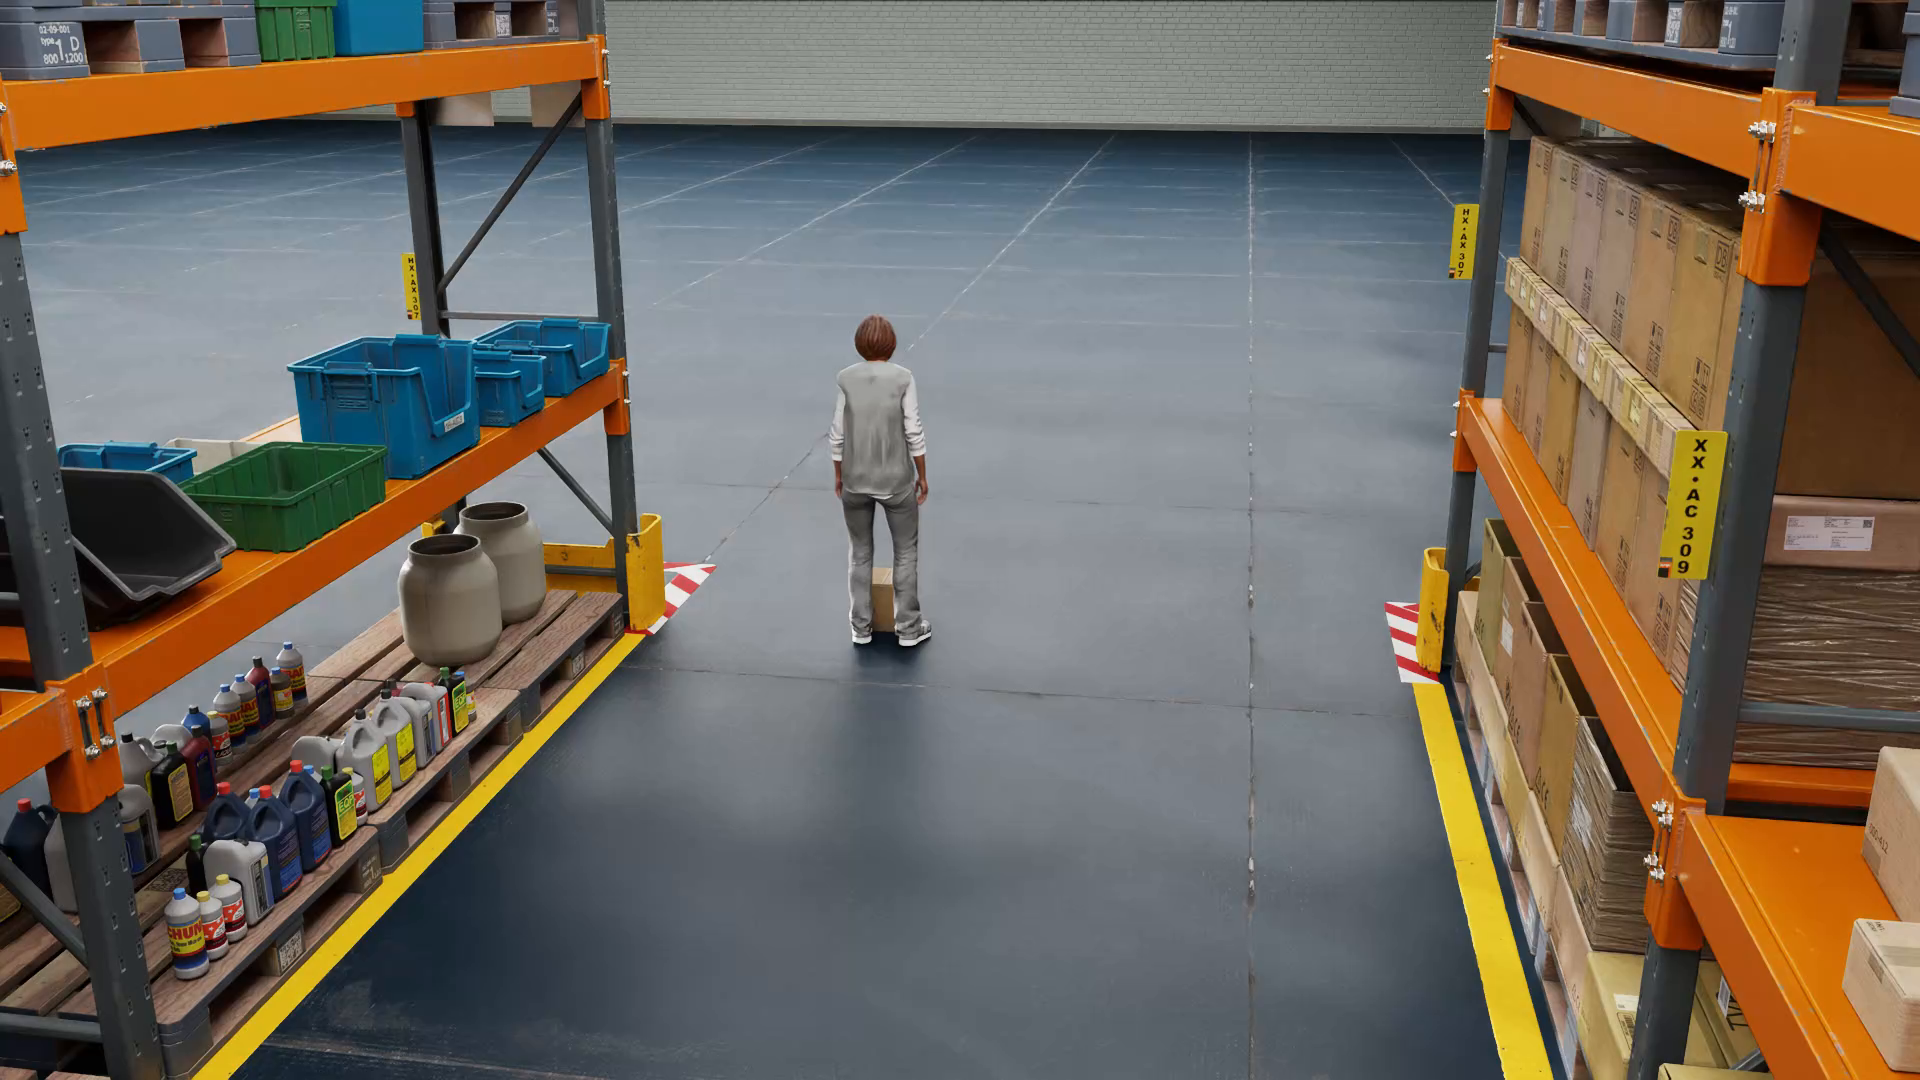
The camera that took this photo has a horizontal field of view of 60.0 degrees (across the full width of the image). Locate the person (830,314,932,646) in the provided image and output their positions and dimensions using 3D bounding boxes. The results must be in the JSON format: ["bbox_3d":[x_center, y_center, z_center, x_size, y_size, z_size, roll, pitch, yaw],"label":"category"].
[{"bbox_3d":[-0.383,-0.266,7.884,0.461,1.593,0.343,3,18,9],"label":"person"}]
